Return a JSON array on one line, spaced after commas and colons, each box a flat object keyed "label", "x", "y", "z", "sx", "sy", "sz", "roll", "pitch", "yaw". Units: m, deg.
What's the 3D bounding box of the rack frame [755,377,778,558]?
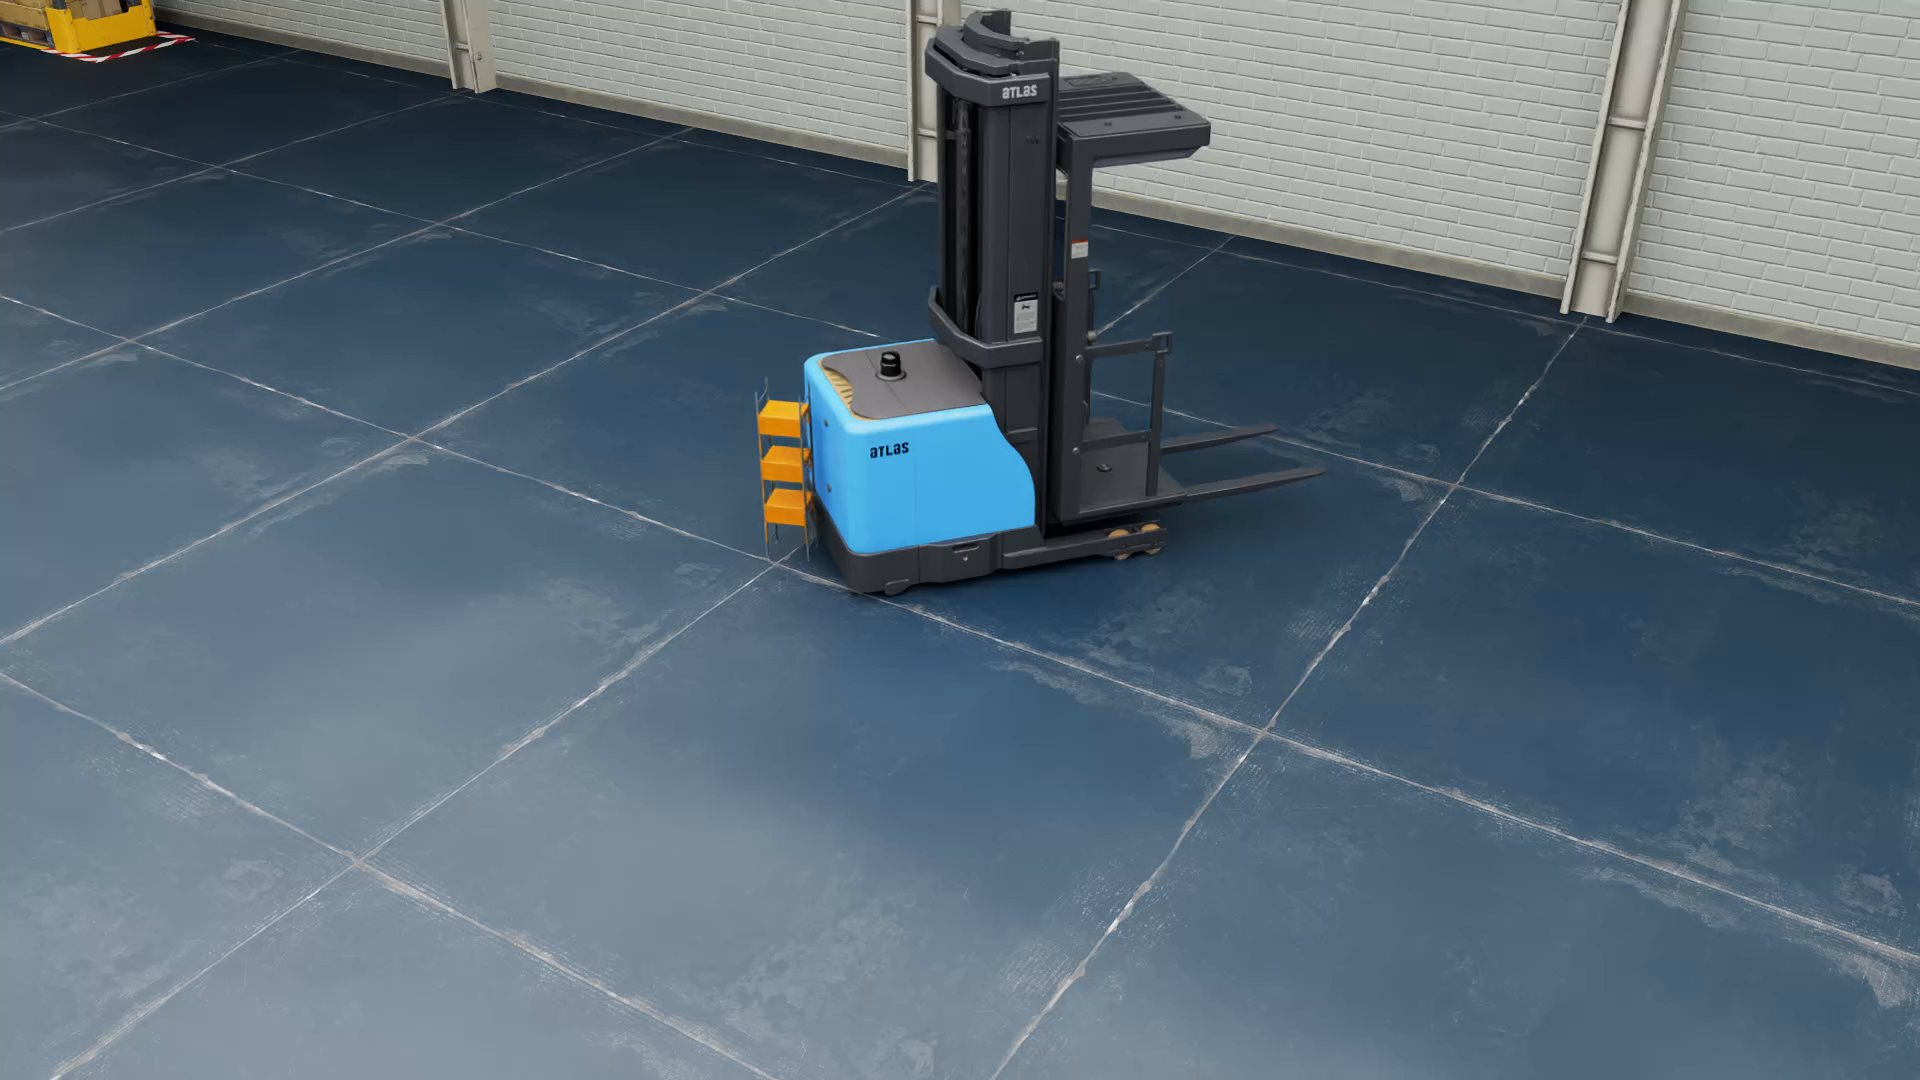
[{"label": "rack frame", "x": -1.090, "y": -0.400, "z": 9.392, "sx": 0.008, "sy": 1.050, "sz": 0.200, "roll": 6, "pitch": 31, "yaw": 10}]

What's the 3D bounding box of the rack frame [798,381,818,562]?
[{"label": "rack frame", "x": -0.851, "y": -0.375, "z": 9.349, "sx": 0.008, "sy": 1.050, "sz": 0.200, "roll": 6, "pitch": 31, "yaw": 10}]

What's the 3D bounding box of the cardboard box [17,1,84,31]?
[{"label": "cardboard box", "x": -10.857, "y": -6.288, "z": 19.863, "sx": 0.500, "sy": 0.250, "sz": 0.500, "roll": 18, "pitch": 35, "yaw": 28}]

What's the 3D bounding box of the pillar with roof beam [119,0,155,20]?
[{"label": "pillar with roof beam", "x": -12.691, "y": -8.628, "z": 15.609, "sx": 0.400, "sy": 9.000, "sz": 9.100, "roll": 18, "pitch": 35, "yaw": 27}]

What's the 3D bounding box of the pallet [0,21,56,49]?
[{"label": "pallet", "x": -10.961, "y": -6.285, "z": 20.314, "sx": 1.213, "sy": 0.211, "sz": 1.003, "roll": 18, "pitch": 35, "yaw": 27}]

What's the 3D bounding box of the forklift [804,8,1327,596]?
[{"label": "forklift", "x": 0.676, "y": -1.399, "z": 9.240, "sx": 3.031, "sy": 2.935, "sz": 1.130, "roll": -10, "pitch": 32, "yaw": -16}]

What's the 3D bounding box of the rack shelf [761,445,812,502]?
[{"label": "rack shelf", "x": -0.971, "y": -0.379, "z": 9.376, "sx": 0.240, "sy": 0.259, "sz": 0.215, "roll": 6, "pitch": 31, "yaw": 10}]

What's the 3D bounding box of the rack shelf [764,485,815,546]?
[{"label": "rack shelf", "x": -0.970, "y": -0.140, "z": 9.518, "sx": 0.240, "sy": 0.259, "sz": 0.215, "roll": 6, "pitch": 31, "yaw": 10}]

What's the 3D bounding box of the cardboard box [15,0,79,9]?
[{"label": "cardboard box", "x": -10.870, "y": -6.510, "z": 19.747, "sx": 0.500, "sy": 0.250, "sz": 0.500, "roll": 17, "pitch": 34, "yaw": 27}]

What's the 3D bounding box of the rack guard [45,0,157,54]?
[{"label": "rack guard", "x": -10.271, "y": -6.217, "z": 19.910, "sx": 0.348, "sy": 0.500, "sz": 1.175, "roll": 18, "pitch": 35, "yaw": 27}]

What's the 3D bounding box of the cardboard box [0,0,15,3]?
[{"label": "cardboard box", "x": -11.289, "y": -6.648, "z": 19.985, "sx": 0.500, "sy": 0.250, "sz": 0.500, "roll": 17, "pitch": 34, "yaw": 27}]

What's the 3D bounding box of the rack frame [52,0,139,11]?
[{"label": "rack frame", "x": -10.291, "y": -7.303, "z": 19.291, "sx": 0.127, "sy": 3.000, "sz": 1.000, "roll": 18, "pitch": 35, "yaw": 27}]

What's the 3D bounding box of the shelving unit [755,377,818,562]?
[{"label": "shelving unit", "x": -0.971, "y": -0.388, "z": 9.370, "sx": 0.252, "sy": 1.050, "sz": 0.215, "roll": 6, "pitch": 31, "yaw": 10}]

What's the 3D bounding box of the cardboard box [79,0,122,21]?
[{"label": "cardboard box", "x": -10.603, "y": -6.512, "z": 20.247, "sx": 0.500, "sy": 0.250, "sz": 0.500, "roll": 18, "pitch": 35, "yaw": 28}]

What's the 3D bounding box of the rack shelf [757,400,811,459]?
[{"label": "rack shelf", "x": -0.971, "y": -0.622, "z": 9.230, "sx": 0.240, "sy": 0.259, "sz": 0.215, "roll": 6, "pitch": 31, "yaw": 10}]

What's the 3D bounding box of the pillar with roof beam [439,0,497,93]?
[{"label": "pillar with roof beam", "x": -7.609, "y": -7.021, "z": 12.854, "sx": 0.400, "sy": 9.000, "sz": 9.100, "roll": 18, "pitch": 35, "yaw": 27}]

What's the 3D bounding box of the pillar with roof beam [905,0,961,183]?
[{"label": "pillar with roof beam", "x": -2.527, "y": -5.413, "z": 10.099, "sx": 0.400, "sy": 9.000, "sz": 9.100, "roll": 18, "pitch": 35, "yaw": 27}]

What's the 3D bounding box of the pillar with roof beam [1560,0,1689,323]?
[{"label": "pillar with roof beam", "x": 2.555, "y": -3.806, "z": 7.344, "sx": 0.400, "sy": 9.000, "sz": 9.100, "roll": 18, "pitch": 35, "yaw": 27}]

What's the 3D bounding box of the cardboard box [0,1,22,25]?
[{"label": "cardboard box", "x": -11.273, "y": -6.425, "z": 20.098, "sx": 0.500, "sy": 0.250, "sz": 0.500, "roll": 18, "pitch": 35, "yaw": 27}]
